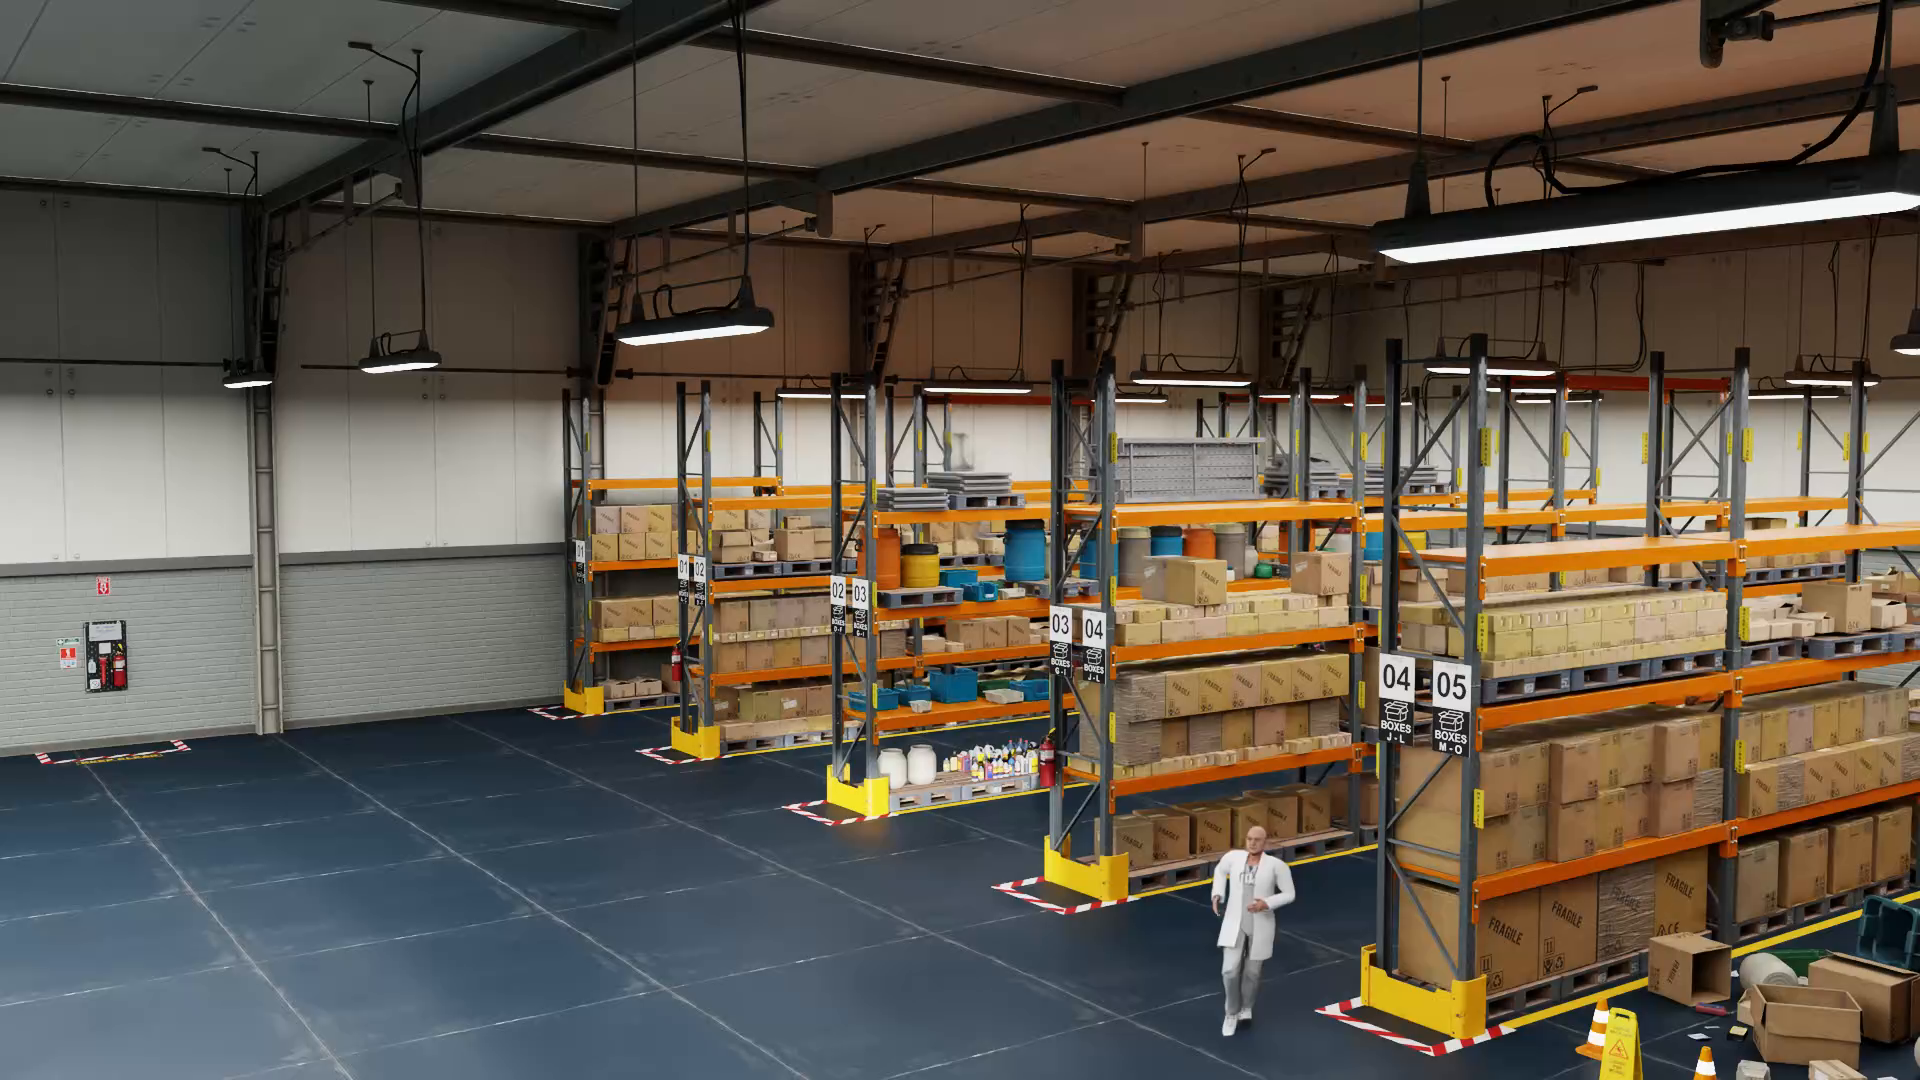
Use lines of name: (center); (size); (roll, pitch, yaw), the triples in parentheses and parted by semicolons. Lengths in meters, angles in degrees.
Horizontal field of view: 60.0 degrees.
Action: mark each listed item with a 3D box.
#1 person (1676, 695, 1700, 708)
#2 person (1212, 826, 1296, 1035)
person: (9.980, 2.854, 22.750); (0.587, 1.723, 0.704); (-3, 5, -40)
person: (2.531, 3.416, 14.378); (0.731, 1.751, 0.662); (1, 4, 19)
